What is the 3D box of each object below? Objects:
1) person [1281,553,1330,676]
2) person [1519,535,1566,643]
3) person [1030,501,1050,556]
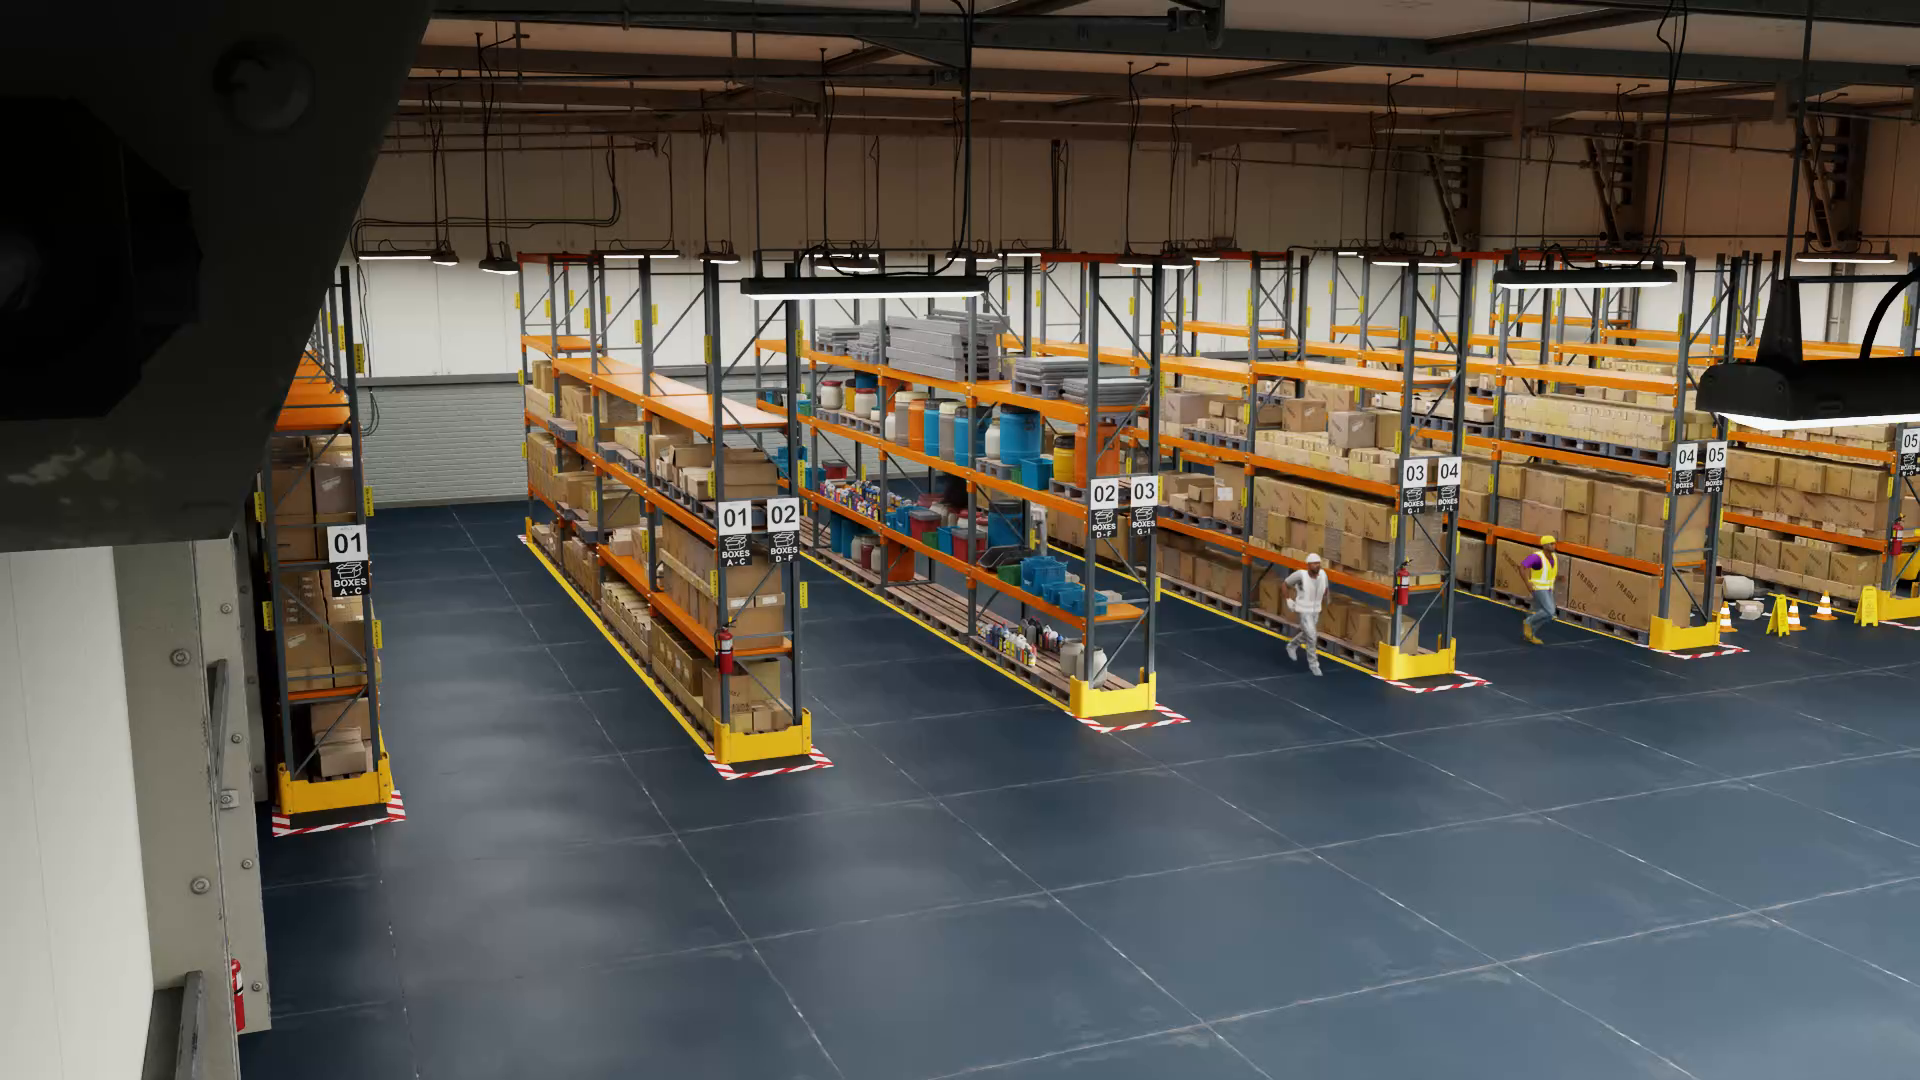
[{"bbox_3d":[5.074,1.065,24.481,0.697,1.825,0.912,-5,12,-26],"label":"person"},{"bbox_3d":[9.147,0.772,26.023,0.703,1.718,0.574,-8,13,-39],"label":"person"},{"bbox_3d":[1.401,-0.342,30.605,0.562,1.734,0.812,-5,12,-26],"label":"person"}]
